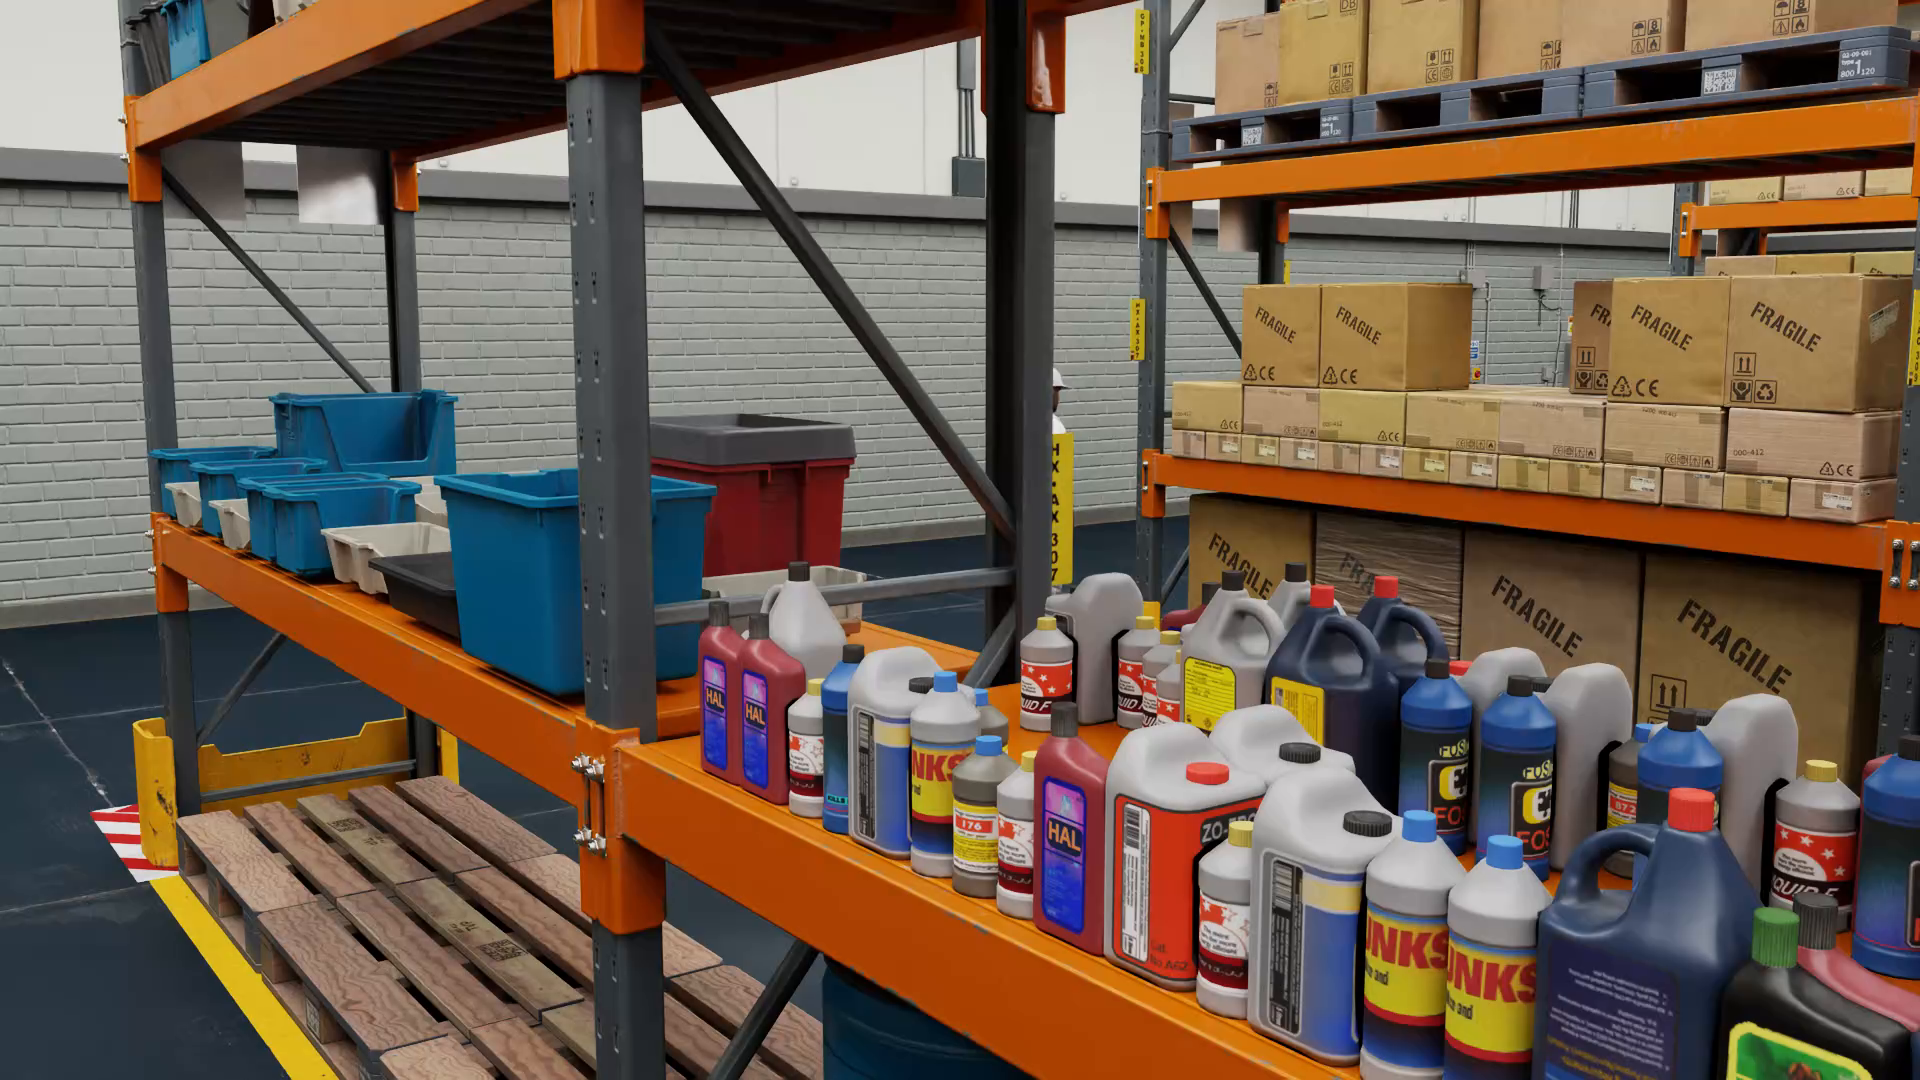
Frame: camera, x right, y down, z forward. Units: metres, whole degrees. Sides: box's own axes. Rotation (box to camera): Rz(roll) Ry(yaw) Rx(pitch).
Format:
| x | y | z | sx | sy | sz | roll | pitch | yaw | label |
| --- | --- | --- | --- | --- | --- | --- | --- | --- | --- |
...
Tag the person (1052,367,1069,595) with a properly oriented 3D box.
| x | y | z | sx | sy | sz | roll | pitch | yaw | label |
| --- | --- | --- | --- | --- | --- | --- | --- | --- | --- |
| 0.464 | -0.180 | 10.067 | 0.462 | 1.759 | 0.622 | -5 | 9 | -33 | person |
